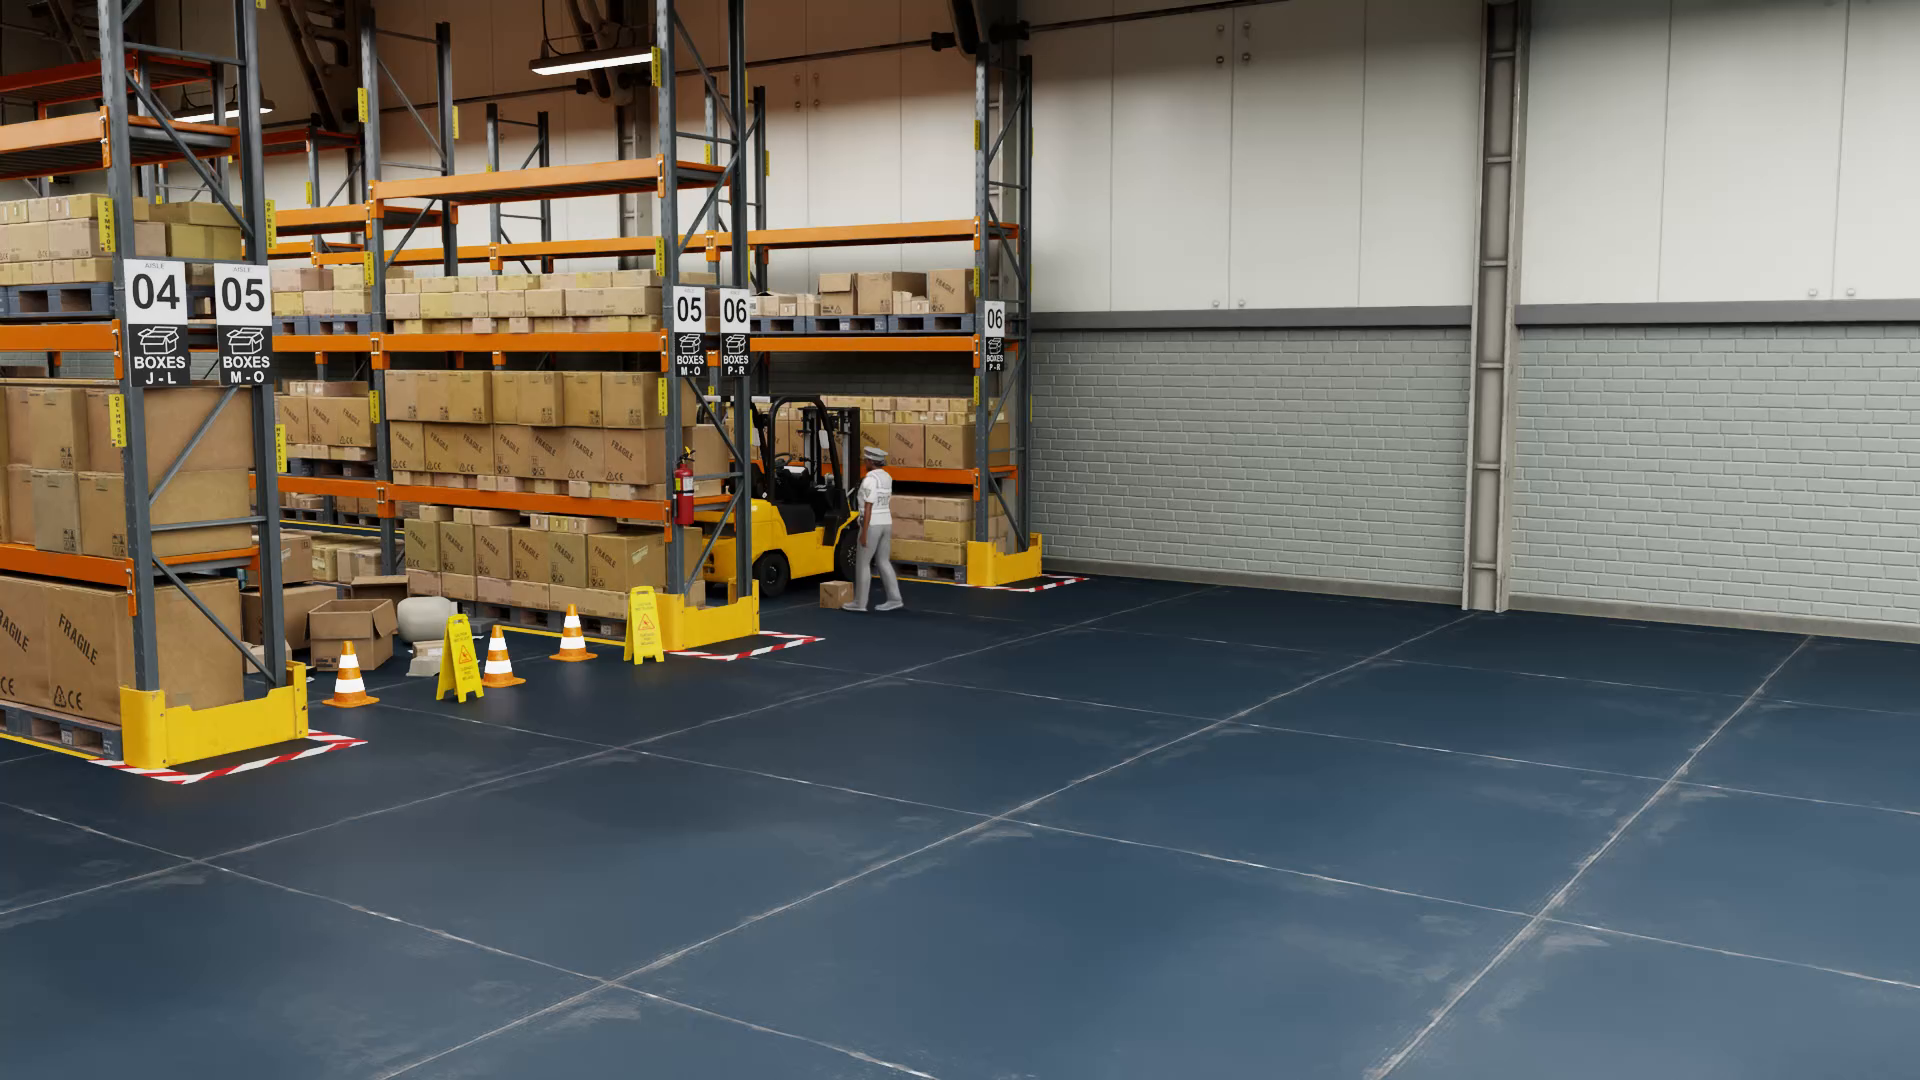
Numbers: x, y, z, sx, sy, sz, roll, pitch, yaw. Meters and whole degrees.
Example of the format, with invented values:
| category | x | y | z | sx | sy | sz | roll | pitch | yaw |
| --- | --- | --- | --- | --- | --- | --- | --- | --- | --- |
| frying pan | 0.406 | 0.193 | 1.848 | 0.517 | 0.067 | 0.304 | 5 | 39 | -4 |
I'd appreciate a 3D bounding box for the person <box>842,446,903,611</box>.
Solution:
| category | x | y | z | sx | sy | sz | roll | pitch | yaw |
| --- | --- | --- | --- | --- | --- | --- | --- | --- | --- |
| person | -0.914 | -0.110 | 16.909 | 0.545 | 1.691 | 0.466 | 3 | 7 | 27 |
